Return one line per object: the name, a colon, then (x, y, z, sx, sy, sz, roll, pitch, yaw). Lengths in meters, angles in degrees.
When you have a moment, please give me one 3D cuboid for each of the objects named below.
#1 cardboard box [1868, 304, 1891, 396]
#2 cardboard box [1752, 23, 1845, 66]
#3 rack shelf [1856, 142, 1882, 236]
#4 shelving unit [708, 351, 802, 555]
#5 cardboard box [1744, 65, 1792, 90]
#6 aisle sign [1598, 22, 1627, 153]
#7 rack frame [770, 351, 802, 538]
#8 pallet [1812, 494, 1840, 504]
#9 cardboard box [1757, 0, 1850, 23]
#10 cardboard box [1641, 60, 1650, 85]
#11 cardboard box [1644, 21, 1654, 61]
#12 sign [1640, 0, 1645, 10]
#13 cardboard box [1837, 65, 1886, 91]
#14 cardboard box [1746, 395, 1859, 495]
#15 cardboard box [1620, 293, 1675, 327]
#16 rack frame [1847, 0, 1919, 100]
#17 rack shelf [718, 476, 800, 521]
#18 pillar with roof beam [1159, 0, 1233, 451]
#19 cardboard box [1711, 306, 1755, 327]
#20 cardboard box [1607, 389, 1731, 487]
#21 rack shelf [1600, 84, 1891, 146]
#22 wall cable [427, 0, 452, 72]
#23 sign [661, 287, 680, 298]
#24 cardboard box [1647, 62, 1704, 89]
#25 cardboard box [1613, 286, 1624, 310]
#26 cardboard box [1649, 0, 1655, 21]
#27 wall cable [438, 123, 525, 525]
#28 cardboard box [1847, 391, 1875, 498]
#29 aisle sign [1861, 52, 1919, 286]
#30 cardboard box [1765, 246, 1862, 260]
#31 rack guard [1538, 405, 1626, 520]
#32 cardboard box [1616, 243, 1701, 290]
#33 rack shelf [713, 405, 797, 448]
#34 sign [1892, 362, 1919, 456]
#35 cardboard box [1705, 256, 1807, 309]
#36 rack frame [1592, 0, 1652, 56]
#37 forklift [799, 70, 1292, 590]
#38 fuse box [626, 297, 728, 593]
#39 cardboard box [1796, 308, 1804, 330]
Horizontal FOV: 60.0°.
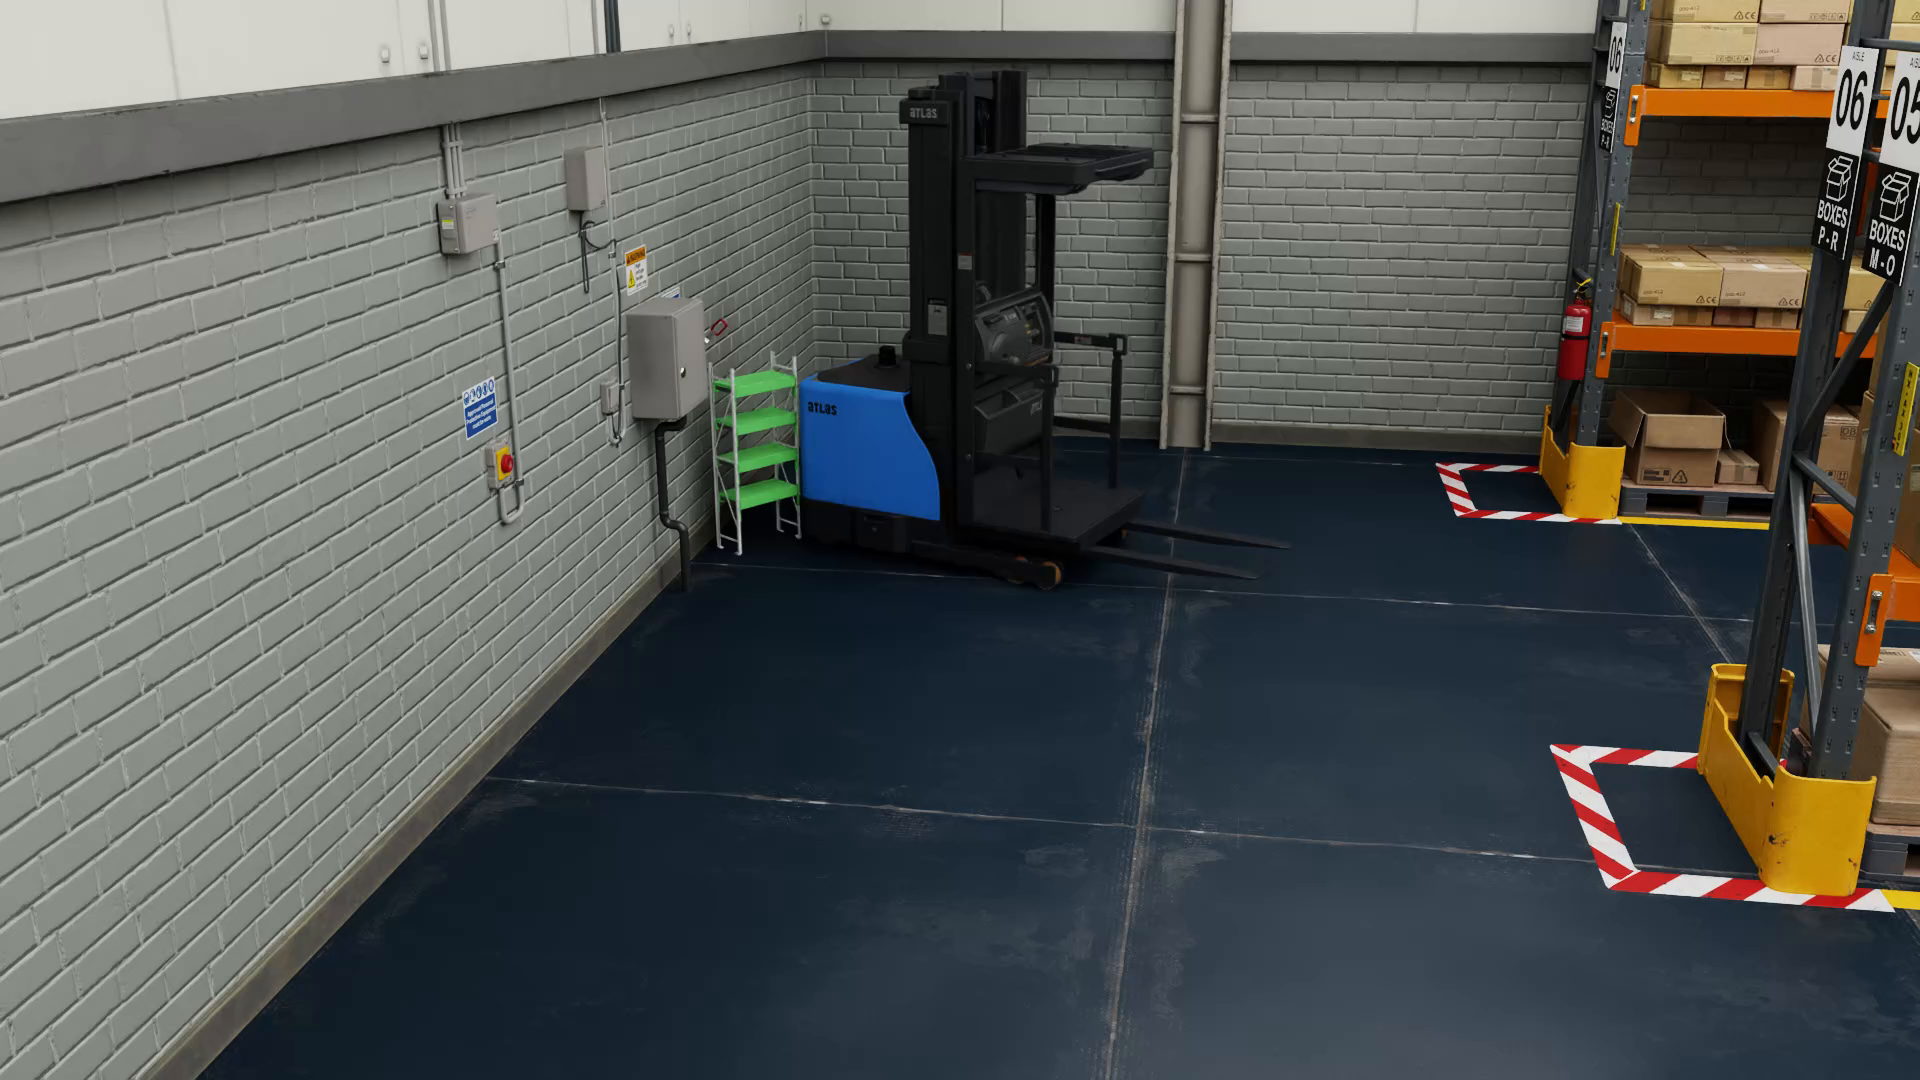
cardboard box: (4.016, -0.769, 6.640, 0.500, 0.500, 0.500, 4, 19, 10)
cardboard box: (5.185, -3.117, 10.433, 0.500, 0.250, 0.500, 3, 19, 10)
rack shelf: (5.476, -1.178, 6.001, 4.000, 0.370, 1.077, 3, 19, 9)
shelving unit: (-1.296, -0.556, 10.574, 0.503, 1.200, 0.258, -17, 25, -42)
cardboard box: (5.077, -2.943, 10.541, 0.250, 0.149, 0.380, 3, 19, 9)
aisle sign: (4.171, -2.896, 10.635, 0.004, 0.787, 0.394, 3, 19, 9)
rack frame: (-1.123, -0.610, 10.737, 0.015, 1.200, 0.240, -17, 25, -42)
pallet: (6.349, -0.324, 11.439, 1.213, 0.211, 1.003, 3, 19, 9)
cardboard box: (5.183, -3.349, 10.337, 0.500, 0.250, 0.500, 3, 19, 8)
cardboard box: (4.638, -3.112, 11.045, 0.250, 0.149, 0.380, 3, 19, 10)
cardboard box: (4.768, -3.307, 11.001, 0.500, 0.250, 0.500, 3, 19, 8)
sign: (4.199, -3.419, 10.189, 0.005, 0.325, 0.100, 3, 19, 9)
cardboard box: (5.566, -2.888, 10.375, 0.250, 0.149, 0.380, 3, 19, 8)
cardboard box: (5.712, -0.650, 11.296, 0.500, 0.500, 0.700, 4, 19, 11)
cardboard box: (4.566, -1.530, 11.046, 0.250, 0.149, 0.380, 3, 19, 8)
rack frame: (3.502, -3.042, 5.712, 0.127, 3.000, 1.000, 3, 19, 9)
rack shelf: (-1.296, -0.268, 10.670, 0.480, 0.148, 0.258, -17, 25, -42)
pillar with roof beam: (1.083, -3.666, 7.579, 0.400, 9.000, 9.100, 3, 19, 9)
cardboard box: (5.090, -1.530, 11.044, 0.250, 0.149, 0.380, 3, 19, 8)
cardboard box: (4.874, -0.707, 11.461, 0.637, 0.503, 0.797, 2, 19, 6)
rack shelf: (6.260, -2.733, 10.650, 4.000, 0.370, 1.077, 3, 19, 9)
wall cable: (-2.159, -3.240, 6.304, 0.029, 3.000, 0.463, 3, 19, 9)
sign: (-1.718, -1.244, 9.944, 0.001, 0.494, 0.329, 3, 19, 9)
cardboard box: (4.563, -2.967, 10.610, 0.250, 0.149, 0.380, 3, 19, 10)
cardboard box: (4.655, -1.700, 11.554, 0.250, 0.149, 0.380, 3, 19, 8)
cardboard box: (4.768, -3.547, 10.928, 0.500, 0.250, 0.500, 2, 19, 7)
wall cable: (-2.069, -0.970, 7.324, 0.123, 1.953, 0.585, 3, 19, 9)
cardboard box: (4.020, -0.303, 6.823, 0.500, 0.500, 0.500, 3, 19, 9)
aisle sign: (3.385, -1.342, 5.991, 0.004, 0.787, 0.394, 3, 19, 9)
cardboard box: (5.779, -1.829, 11.311, 0.500, 0.250, 0.500, 4, 19, 10)
rack guard: (4.360, -0.563, 11.697, 0.348, 0.500, 1.175, 3, 19, 9)
cardboard box: (4.782, -1.882, 11.468, 0.500, 0.250, 0.500, 3, 19, 10)
rack shelf: (-1.296, -0.723, 10.518, 0.480, 0.148, 0.258, -17, 25, -42)
sign: (3.408, -0.471, 5.995, 0.005, 0.325, 0.100, 3, 19, 9)
cardboard box: (5.188, -1.689, 10.893, 0.500, 0.250, 0.500, 3, 19, 9)
rack frame: (4.285, -4.597, 10.360, 0.127, 3.000, 1.000, 3, 19, 9)
forklift: (0.514, -1.284, 10.023, 3.031, 2.935, 1.130, 10, 21, 27)
fuse box: (-1.592, -0.513, 9.640, 0.414, 1.711, 0.539, 3, 19, 9)
cardboard box: (5.593, -1.486, 10.914, 0.250, 0.149, 0.380, 3, 19, 9)
